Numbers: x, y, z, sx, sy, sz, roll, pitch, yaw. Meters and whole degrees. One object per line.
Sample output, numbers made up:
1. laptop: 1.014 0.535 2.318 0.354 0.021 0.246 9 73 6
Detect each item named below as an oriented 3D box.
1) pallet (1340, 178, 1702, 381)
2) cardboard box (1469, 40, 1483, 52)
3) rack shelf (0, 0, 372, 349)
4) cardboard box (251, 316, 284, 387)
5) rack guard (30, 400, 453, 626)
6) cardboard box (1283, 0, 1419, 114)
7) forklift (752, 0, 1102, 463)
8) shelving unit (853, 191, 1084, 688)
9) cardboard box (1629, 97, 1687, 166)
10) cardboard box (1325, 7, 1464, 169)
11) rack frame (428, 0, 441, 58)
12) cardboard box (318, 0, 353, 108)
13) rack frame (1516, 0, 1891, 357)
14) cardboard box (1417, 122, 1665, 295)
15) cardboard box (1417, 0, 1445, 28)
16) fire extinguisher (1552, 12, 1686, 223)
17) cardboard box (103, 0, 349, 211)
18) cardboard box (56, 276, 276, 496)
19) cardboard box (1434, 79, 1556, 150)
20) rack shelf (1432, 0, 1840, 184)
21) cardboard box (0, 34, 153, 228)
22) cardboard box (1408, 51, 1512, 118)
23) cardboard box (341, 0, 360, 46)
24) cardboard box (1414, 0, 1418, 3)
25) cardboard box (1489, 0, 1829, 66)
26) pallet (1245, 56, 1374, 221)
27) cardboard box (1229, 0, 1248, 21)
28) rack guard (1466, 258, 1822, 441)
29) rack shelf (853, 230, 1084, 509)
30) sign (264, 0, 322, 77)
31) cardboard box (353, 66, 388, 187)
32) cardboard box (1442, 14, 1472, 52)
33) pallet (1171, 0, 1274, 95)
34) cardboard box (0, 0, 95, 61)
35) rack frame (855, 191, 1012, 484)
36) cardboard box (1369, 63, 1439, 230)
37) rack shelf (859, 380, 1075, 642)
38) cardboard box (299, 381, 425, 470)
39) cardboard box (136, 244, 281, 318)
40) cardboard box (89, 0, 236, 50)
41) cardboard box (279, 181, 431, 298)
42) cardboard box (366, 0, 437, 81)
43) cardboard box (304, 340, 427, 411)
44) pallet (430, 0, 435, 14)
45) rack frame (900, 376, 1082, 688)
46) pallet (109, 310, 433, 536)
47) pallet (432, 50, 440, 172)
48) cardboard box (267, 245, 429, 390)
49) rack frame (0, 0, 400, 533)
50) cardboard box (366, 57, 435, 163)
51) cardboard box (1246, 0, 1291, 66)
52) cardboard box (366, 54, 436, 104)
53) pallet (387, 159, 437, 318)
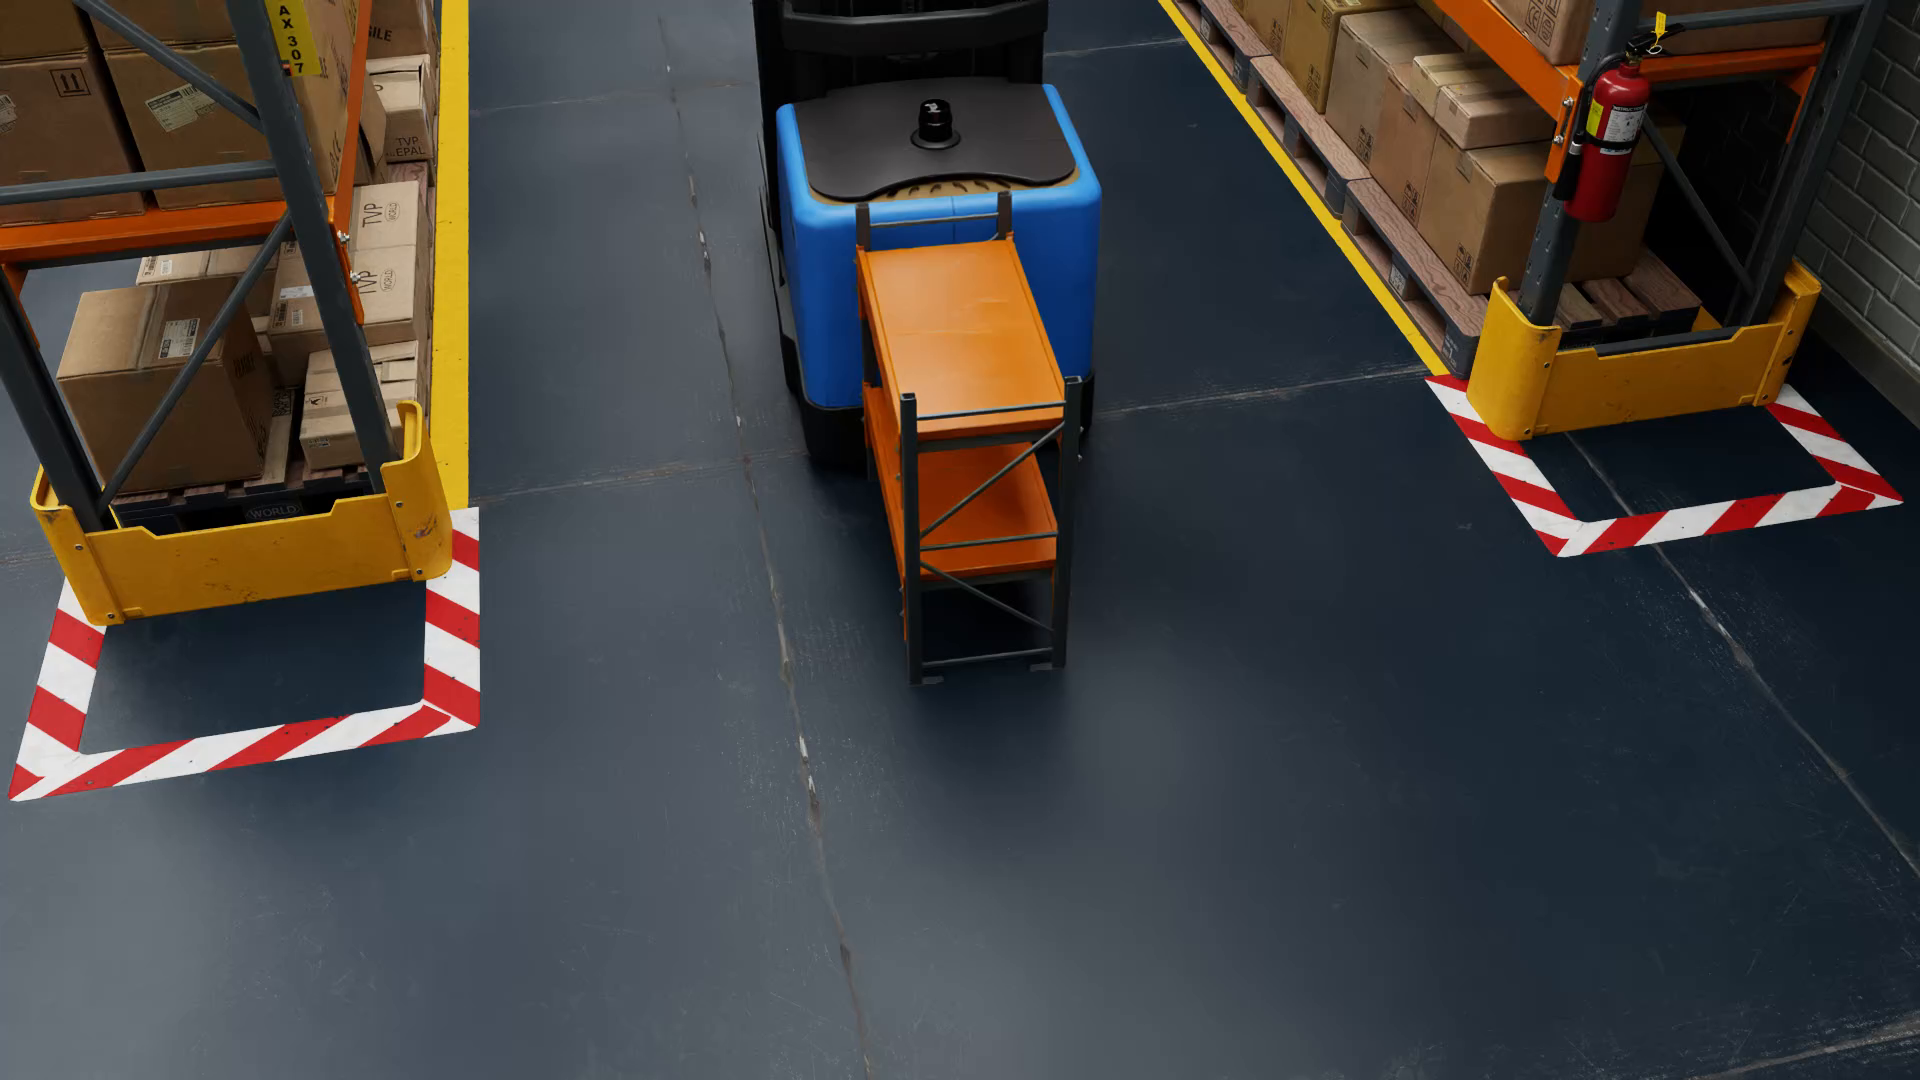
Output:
1. pallet: 2.279 -1.154 6.891 1.003 0.211 1.213 -8 42 -9
2. cardboard box: 2.338 -2.032 6.858 0.380 0.149 0.250 -8 42 -9
3. rack shelf: -2.740 -2.005 6.291 1.077 0.370 4.000 -8 42 -9
4. cardboard box: -2.665 -0.675 6.054 0.380 0.166 0.250 -8 42 -9
5. rack guard: -2.324 -0.092 5.477 1.175 0.500 0.348 -8 42 -9
6. cardboard box: 1.940 -2.346 7.700 0.700 0.500 0.500 -7 42 -8
7. forklift: -0.267 -2.354 6.194 1.130 2.935 3.031 -6 42 -7
8. shelving unit: 0.001 -0.326 5.270 0.538 1.125 1.048 -6 42 -7
9. cardboard box: 2.502 -1.542 6.305 0.380 0.149 0.250 -8 42 -9
10. cardboard box: 2.062 -2.002 7.312 0.700 0.500 0.500 -10 42 -11
11. rack frame: -3.171 -3.570 7.513 1.000 3.000 0.127 -8 42 -9
12. cardboard box: -2.263 -1.674 5.301 0.500 0.500 0.500 -9 42 -10
13. rack frame: 2.528 -1.690 5.394 1.000 3.000 0.127 -8 42 -9
14. cardboard box: 2.279 -1.351 6.580 0.700 0.500 0.500 -8 42 -9
15. cardboard box: 2.226 -2.363 7.231 0.380 0.149 0.250 -8 42 -9
16. fire extinguisher: 2.110 -1.358 5.359 0.296 0.674 0.183 -8 42 -9
17. cardboard box: -2.146 -1.340 4.925 0.500 0.500 0.500 -8 42 -8
18. cardboard box: -2.666 -0.524 5.633 0.500 0.500 0.500 -8 42 -9
19. cardboard box: 2.074 -1.651 6.429 0.380 0.149 0.250 -9 42 -10
20. rack shelf: 2.096 -2.717 7.093 1.077 0.370 4.000 -8 42 -9
21. cardboard box: -2.670 -1.266 4.842 0.500 0.500 0.500 -7 42 -8
22. cardboard box: 2.018 -1.817 6.615 0.380 0.149 0.250 -7 42 -8
23. cardboard box: -2.368 -2.000 5.668 0.500 0.500 0.500 -8 42 -9
24. cardboard box: 2.172 -2.527 7.416 0.380 0.149 0.250 -9 42 -10
25. cardboard box: 2.408 -2.131 5.665 0.980 0.700 0.700 -7 42 -7
26. pallet: 2.019 -1.943 7.780 1.003 0.211 1.213 -8 42 -9
27. cardboard box: 1.726 -3.005 8.443 0.700 0.500 0.500 -8 42 -9
28. rack guard: 2.533 -0.739 6.206 1.175 0.500 0.348 -8 42 -9
29. rack shelf: 0.001 -0.545 5.076 0.538 0.278 1.000 -6 42 -7
30. sign: -1.778 -1.379 4.392 0.100 0.325 0.005 -8 42 -9
31. cardboard box: -2.761 -1.584 6.824 0.797 0.503 0.637 -8 42 -9
32. cardboard box: 2.282 -2.197 7.044 0.380 0.149 0.250 -8 42 -9
33. pallet: 1.753 -2.736 8.673 1.003 0.211 1.213 -8 42 -9
34. cardboard box: -2.672 -1.638 4.507 0.500 0.500 0.500 -9 42 -10
35. rack frame: -0.083 -0.659 5.645 0.500 1.125 0.032 -6 42 -7
36. cardboard box: 2.171 -1.676 6.945 0.700 0.500 0.500 -8 42 -9
37. rack shelf: 0.001 -0.143 5.432 0.538 0.278 1.000 -6 42 -7
38. cardboard box: -2.063 -0.397 5.753 0.380 0.149 0.250 -8 42 -9
39. cardboard box: -2.842 -1.051 6.414 0.500 0.250 0.500 -8 42 -9
40. cardboard box: -2.146 -1.714 4.593 0.500 0.500 0.500 -7 42 -8
41. cardboard box: -2.364 -1.155 6.532 0.500 0.250 0.500 -8 42 -9
42. cardboard box: -2.771 -2.471 7.826 0.500 0.500 0.500 -8 42 -9
43. cardboard box: -2.117 -0.565 5.930 0.380 0.166 0.250 -8 42 -9
44. pallet: -3.384 -3.049 9.026 1.003 0.211 1.213 -8 42 -9
45. rack frame: 0.085 0.007 4.895 0.500 1.125 0.032 -6 42 -7
46. pallet: -2.497 -0.501 6.155 1.003 0.211 1.213 -8 42 -9
47. pallet: -3.024 -2.082 7.937 1.003 0.211 1.213 -8 42 -9
48. cardboard box: -2.256 -0.831 6.167 0.500 0.250 0.500 -8 42 -9
49. rack frame: -2.308 -0.978 4.592 1.000 3.000 0.127 -8 42 -9
50. cardboard box: -2.609 -1.915 7.341 0.500 0.311 0.500 -8 42 -9
51. cardboard box: 1.831 -2.679 8.075 0.700 0.500 0.500 -9 42 -10
52. cardboard box: -2.632 -2.106 7.679 0.380 0.149 0.250 -8 42 -9
53. pallet: -2.757 -1.290 7.044 1.003 0.211 1.213 -8 42 -9
